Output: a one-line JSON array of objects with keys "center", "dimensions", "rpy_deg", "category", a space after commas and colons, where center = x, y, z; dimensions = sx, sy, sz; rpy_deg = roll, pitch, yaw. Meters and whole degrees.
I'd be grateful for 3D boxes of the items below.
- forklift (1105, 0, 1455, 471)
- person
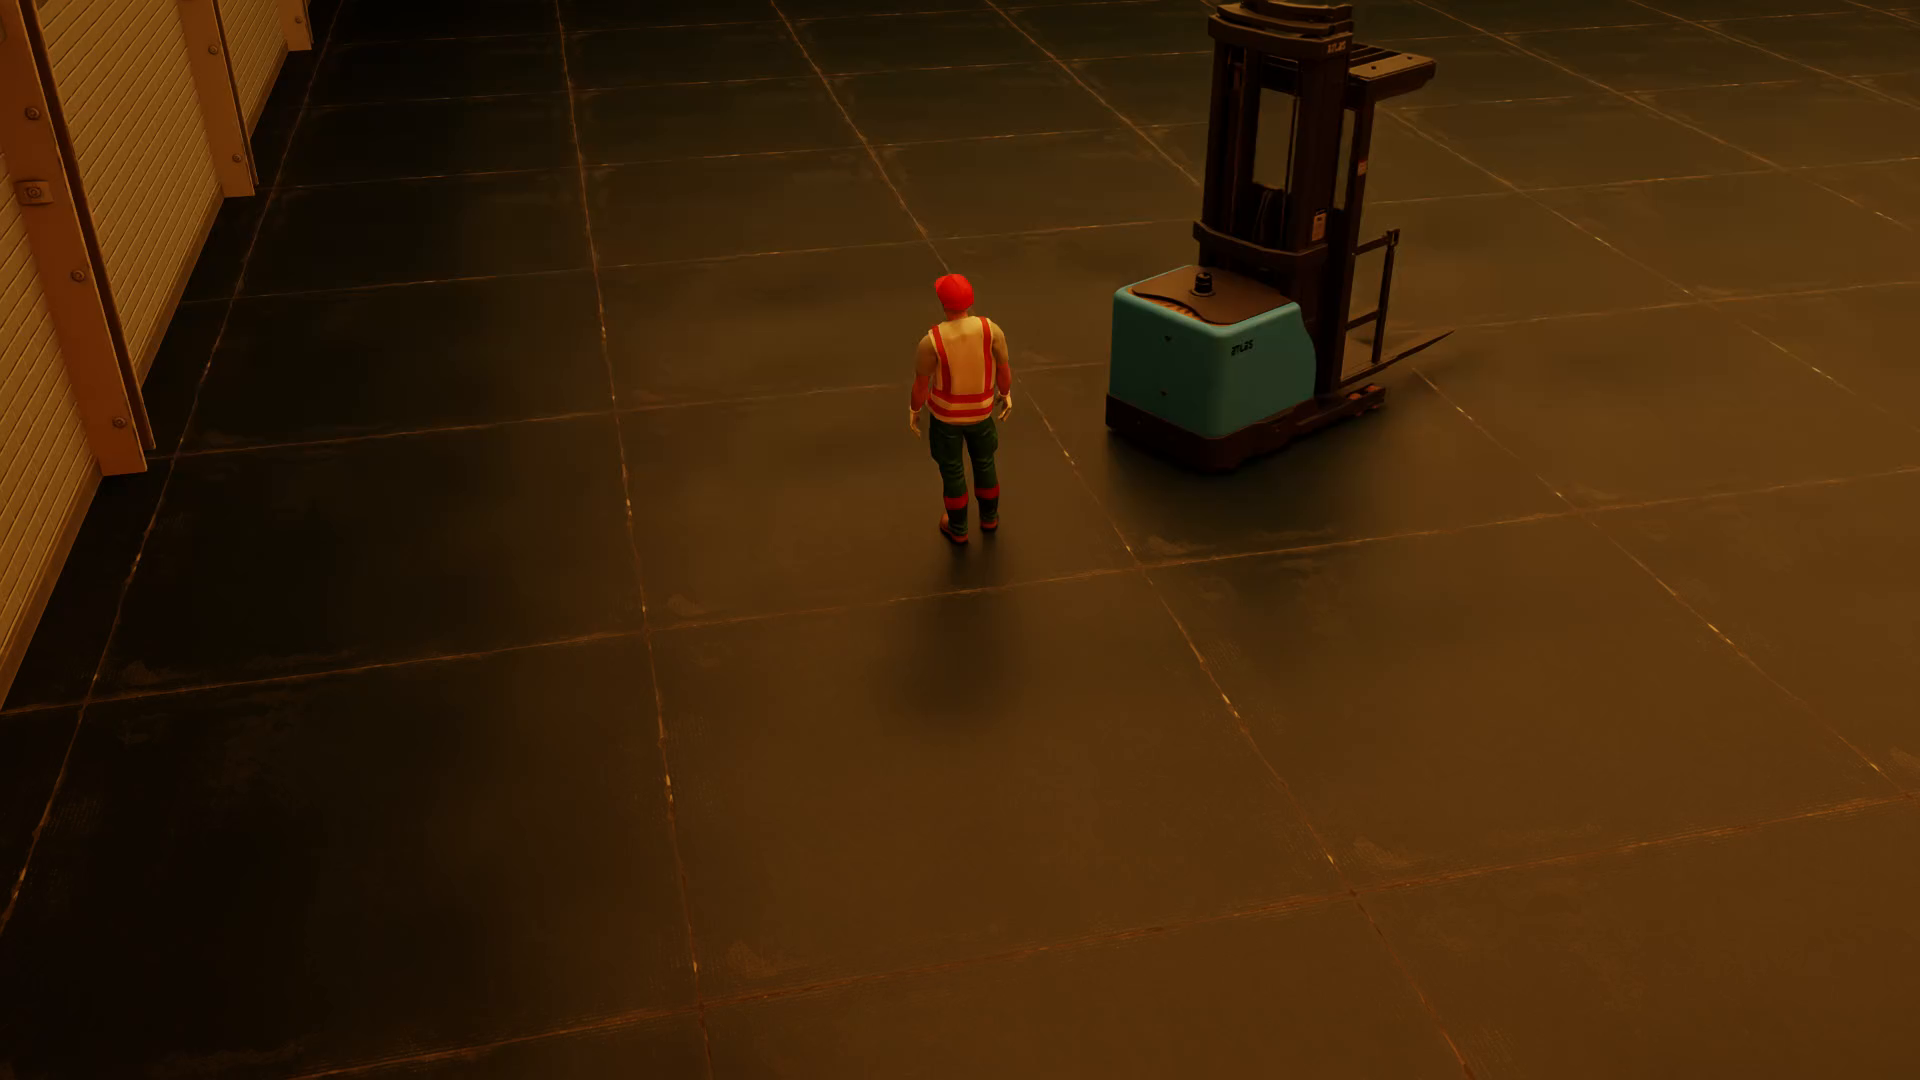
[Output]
[{"center": [2.475, -2.342, 11.620], "dimensions": [3.031, 2.935, 1.130], "rpy_deg": [-23, 37, -35], "category": "forklift"}, {"center": [-0.006, -0.821, 10.118], "dimensions": [0.637, 1.787, 0.564], "rpy_deg": [-7, 31, -12], "category": "person"}]
